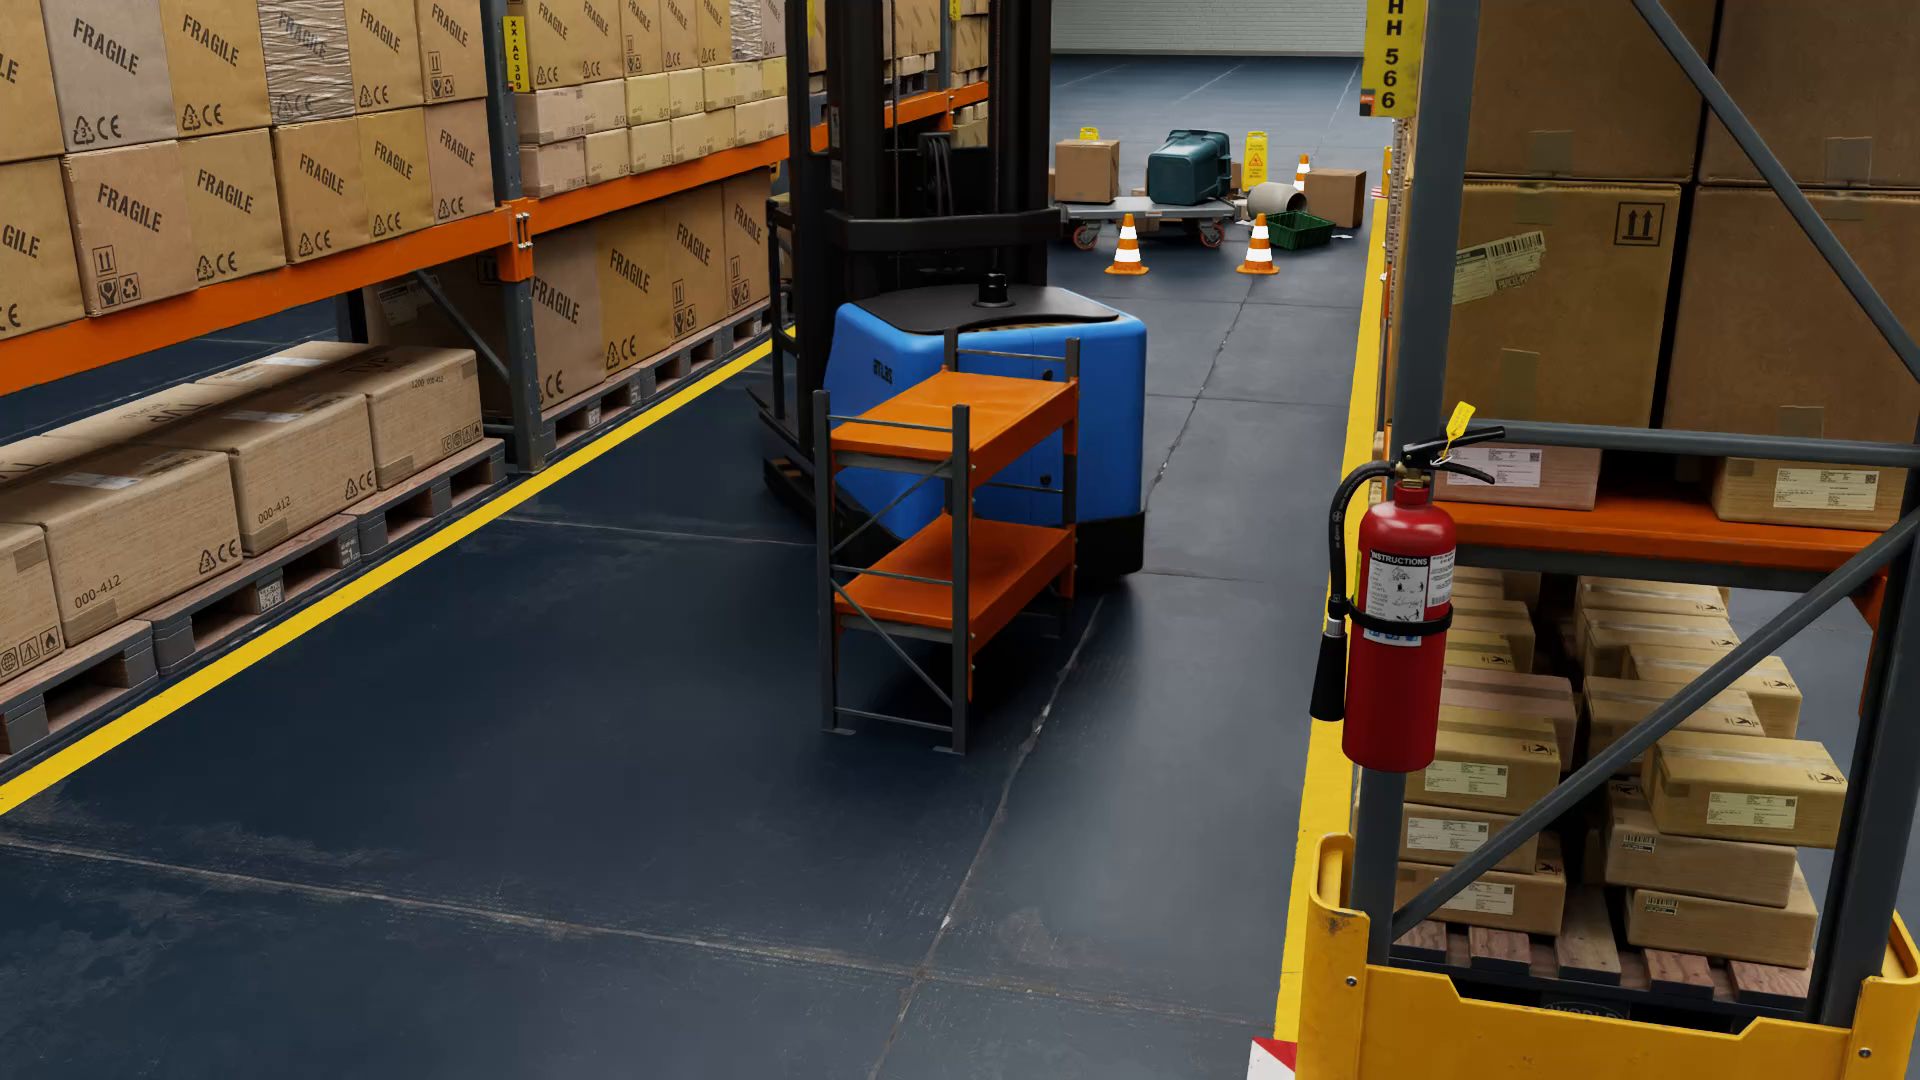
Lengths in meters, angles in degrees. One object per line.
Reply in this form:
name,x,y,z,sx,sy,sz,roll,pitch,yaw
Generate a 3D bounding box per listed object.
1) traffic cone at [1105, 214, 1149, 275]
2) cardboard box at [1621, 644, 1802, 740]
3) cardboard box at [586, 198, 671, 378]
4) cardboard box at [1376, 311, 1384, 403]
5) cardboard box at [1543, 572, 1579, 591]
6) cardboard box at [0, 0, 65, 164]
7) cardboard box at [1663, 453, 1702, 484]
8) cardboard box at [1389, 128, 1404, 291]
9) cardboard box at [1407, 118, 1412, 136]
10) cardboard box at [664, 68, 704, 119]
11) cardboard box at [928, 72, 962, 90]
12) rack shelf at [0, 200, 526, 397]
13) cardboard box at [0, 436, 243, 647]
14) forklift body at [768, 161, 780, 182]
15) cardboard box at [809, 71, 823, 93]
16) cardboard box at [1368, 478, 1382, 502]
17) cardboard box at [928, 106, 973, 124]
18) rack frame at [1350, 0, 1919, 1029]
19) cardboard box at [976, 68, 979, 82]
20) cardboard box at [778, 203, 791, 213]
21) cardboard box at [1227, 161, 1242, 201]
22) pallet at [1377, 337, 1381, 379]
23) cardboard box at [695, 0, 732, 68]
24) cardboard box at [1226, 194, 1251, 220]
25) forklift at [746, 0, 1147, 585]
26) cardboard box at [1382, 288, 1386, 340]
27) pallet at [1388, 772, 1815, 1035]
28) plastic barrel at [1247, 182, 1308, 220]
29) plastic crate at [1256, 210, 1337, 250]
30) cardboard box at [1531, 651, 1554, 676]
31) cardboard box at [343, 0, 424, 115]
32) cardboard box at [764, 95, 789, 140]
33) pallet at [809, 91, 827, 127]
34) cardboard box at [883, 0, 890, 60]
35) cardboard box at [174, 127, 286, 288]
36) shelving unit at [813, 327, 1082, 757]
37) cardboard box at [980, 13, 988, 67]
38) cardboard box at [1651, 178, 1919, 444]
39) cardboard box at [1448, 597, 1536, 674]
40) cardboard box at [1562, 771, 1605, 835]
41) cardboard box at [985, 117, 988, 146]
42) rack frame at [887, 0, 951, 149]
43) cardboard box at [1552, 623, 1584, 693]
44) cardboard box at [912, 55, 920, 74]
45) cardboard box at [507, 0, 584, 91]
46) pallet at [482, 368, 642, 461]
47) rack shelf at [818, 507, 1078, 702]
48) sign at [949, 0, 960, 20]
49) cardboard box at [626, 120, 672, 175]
traffic cone,1.369,-2.424,13.569,0.336,0.463,0.334,5,19,13
cardboard box,1.902,0.393,4.236,0.380,0.149,0.250,5,19,13
cardboard box,-2.252,-1.464,9.470,0.875,0.875,0.875,5,20,15
cardboard box,2.348,-0.855,8.269,0.500,0.500,0.500,4,19,12
cardboard box,2.037,0.058,5.218,0.380,0.149,0.250,5,19,14
cardboard box,-3.004,-1.343,4.779,0.500,0.500,0.500,4,19,12
cardboard box,1.727,-0.213,3.559,0.380,0.149,0.250,5,20,15
cardboard box,1.546,-0.999,4.856,0.500,0.500,0.500,6,20,16
cardboard box,1.303,-1.156,3.771,0.500,0.500,0.500,4,19,12
cardboard box,-1.787,-2.548,9.465,0.500,0.250,0.500,4,19,12
cardboard box,-0.197,-4.248,15.373,0.380,0.149,0.250,5,19,13
rack shelf,-3.028,-0.819,6.058,1.077,0.370,4.000,5,19,13
cardboard box,-3.237,-0.021,5.923,0.875,0.438,0.875,5,20,15
forklift body,-3.116,-4.798,17.908,2.313,2.155,1.214,5,19,13
cardboard box,-1.201,-3.293,11.927,0.380,0.149,0.250,3,19,10
cardboard box,1.885,-0.188,6.858,0.380,0.149,0.250,4,19,11
cardboard box,-0.090,-4.051,15.848,0.380,0.149,0.250,5,19,14
rack frame,1.308,-0.173,3.054,1.000,3.000,0.127,5,19,13
cardboard box,-0.021,-4.578,16.339,0.380,0.149,0.250,5,19,13
cardboard box,-1.242,-2.403,12.999,0.950,0.372,0.625,4,19,12
cardboard box,2.419,-3.616,16.995,0.797,0.503,0.637,-9,21,-24
pallet,3.070,-1.116,10.129,1.003,0.211,1.213,5,19,13
cardboard box,-1.680,-3.061,9.807,0.500,0.500,0.500,5,19,13
cardboard box,2.874,-3.325,16.511,0.396,0.266,0.258,8,21,23
forklift,-0.280,-1.590,7.309,1.130,2.935,3.031,-7,20,-20
cardboard box,2.222,-1.051,7.682,0.500,0.250,0.500,4,19,12
pallet,1.560,0.871,4.312,1.003,0.211,1.213,5,19,13
plastic barrel,3.030,-3.192,15.878,0.421,0.421,0.512,-13,23,-34
plastic crate,3.012,-2.789,14.974,0.450,0.188,0.662,29,33,36
cardboard box,1.451,0.409,4.649,0.380,0.149,0.250,4,19,13
cardboard box,-2.519,-1.979,6.638,0.500,0.500,0.500,4,19,13
cardboard box,-1.434,-2.790,10.947,0.500,0.250,0.500,4,19,11
pallet,-1.491,-3.181,12.157,1.213,0.211,1.003,5,19,13
cardboard box,-0.854,-4.037,13.100,0.500,0.500,0.500,4,19,11
cardboard box,-2.776,-1.185,5.861,0.500,0.500,0.500,5,20,15
shelving unit,-0.014,-0.040,5.565,0.538,1.125,1.048,8,20,21
cardboard box,0.029,-4.913,16.316,0.500,0.500,0.500,4,19,13
cardboard box,1.686,-0.480,3.338,0.500,0.500,0.500,6,20,16
cardboard box,1.374,0.268,4.603,0.380,0.149,0.250,4,19,11
cardboard box,1.785,0.671,4.342,0.380,0.149,0.250,5,19,14
cardboard box,0.069,-4.041,16.821,0.500,0.500,0.500,6,20,16
rack frame,-0.585,-4.294,15.118,1.000,3.000,0.127,5,19,13
cardboard box,1.921,0.365,4.780,0.380,0.149,0.250,4,19,11
cardboard box,-0.552,-4.026,14.072,0.380,0.149,0.250,4,19,12
cardboard box,-2.153,-2.422,7.936,0.500,0.500,0.500,5,19,14
pallet,-2.424,-0.714,8.953,1.003,0.211,1.213,5,19,13
rack shelf,-0.015,0.191,5.644,0.538,0.278,1.000,8,20,21
sign,-0.046,-4.799,14.805,0.100,0.325,0.005,5,19,13
cardboard box,-1.910,-2.154,9.085,0.500,0.250,0.500,4,19,13
